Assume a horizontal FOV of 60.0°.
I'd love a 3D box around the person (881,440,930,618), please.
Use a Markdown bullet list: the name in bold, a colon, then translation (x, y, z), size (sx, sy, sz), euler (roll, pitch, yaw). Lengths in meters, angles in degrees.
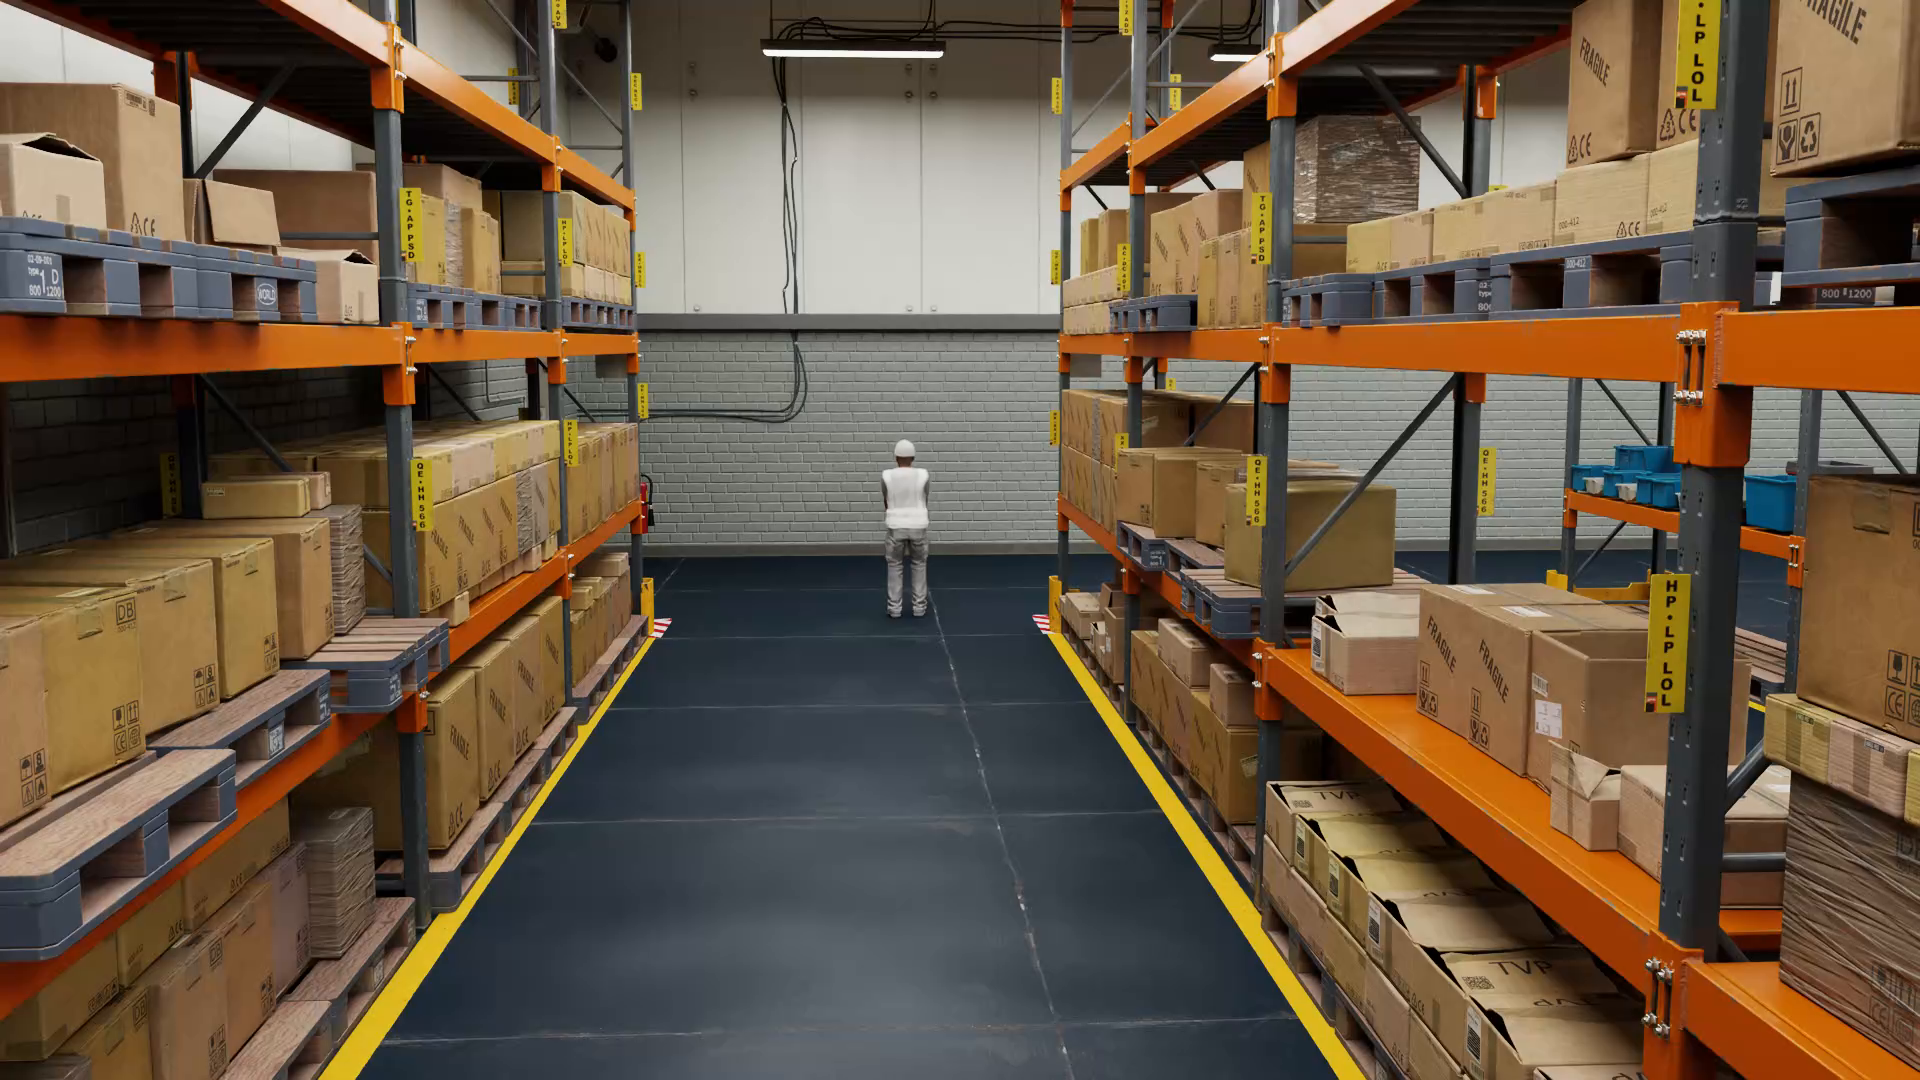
- **person**: translation (-0.550, -0.129, 16.743), size (0.488, 1.781, 0.564), euler (0, 7, -3)
